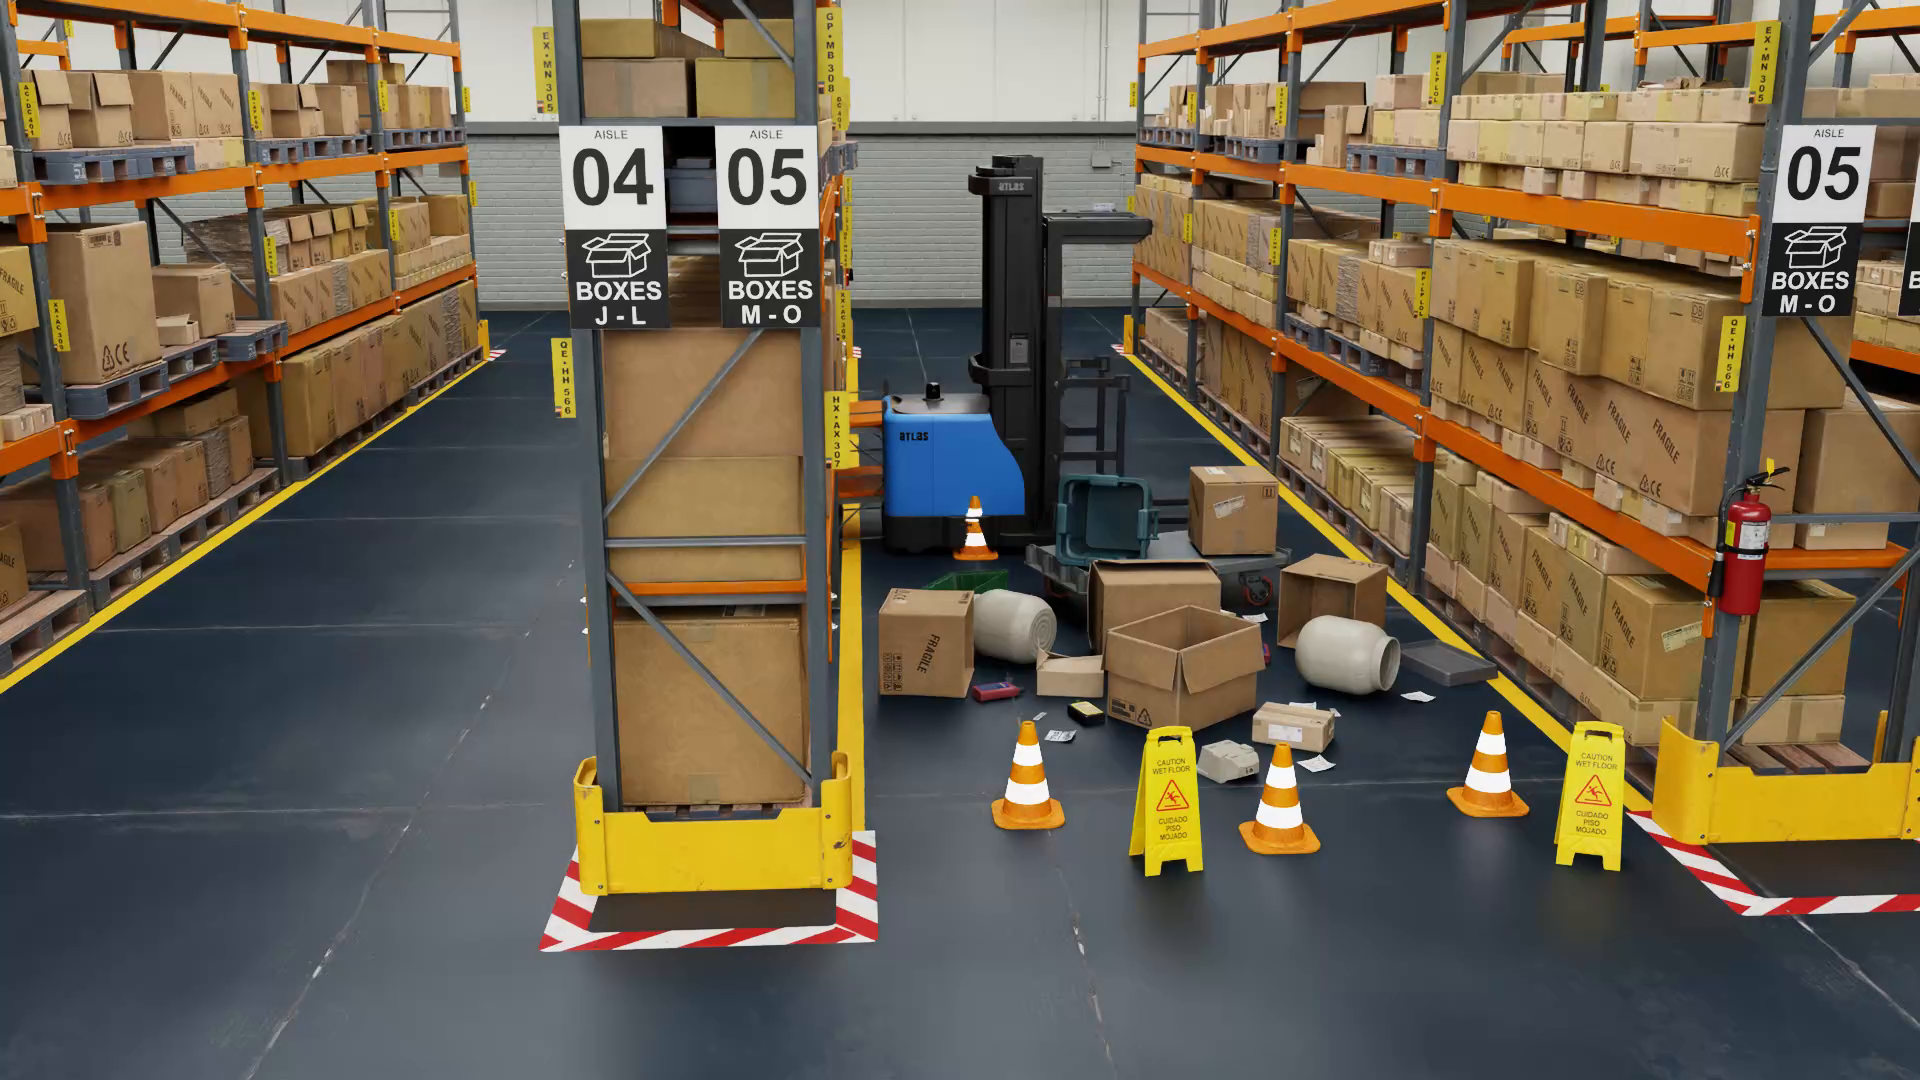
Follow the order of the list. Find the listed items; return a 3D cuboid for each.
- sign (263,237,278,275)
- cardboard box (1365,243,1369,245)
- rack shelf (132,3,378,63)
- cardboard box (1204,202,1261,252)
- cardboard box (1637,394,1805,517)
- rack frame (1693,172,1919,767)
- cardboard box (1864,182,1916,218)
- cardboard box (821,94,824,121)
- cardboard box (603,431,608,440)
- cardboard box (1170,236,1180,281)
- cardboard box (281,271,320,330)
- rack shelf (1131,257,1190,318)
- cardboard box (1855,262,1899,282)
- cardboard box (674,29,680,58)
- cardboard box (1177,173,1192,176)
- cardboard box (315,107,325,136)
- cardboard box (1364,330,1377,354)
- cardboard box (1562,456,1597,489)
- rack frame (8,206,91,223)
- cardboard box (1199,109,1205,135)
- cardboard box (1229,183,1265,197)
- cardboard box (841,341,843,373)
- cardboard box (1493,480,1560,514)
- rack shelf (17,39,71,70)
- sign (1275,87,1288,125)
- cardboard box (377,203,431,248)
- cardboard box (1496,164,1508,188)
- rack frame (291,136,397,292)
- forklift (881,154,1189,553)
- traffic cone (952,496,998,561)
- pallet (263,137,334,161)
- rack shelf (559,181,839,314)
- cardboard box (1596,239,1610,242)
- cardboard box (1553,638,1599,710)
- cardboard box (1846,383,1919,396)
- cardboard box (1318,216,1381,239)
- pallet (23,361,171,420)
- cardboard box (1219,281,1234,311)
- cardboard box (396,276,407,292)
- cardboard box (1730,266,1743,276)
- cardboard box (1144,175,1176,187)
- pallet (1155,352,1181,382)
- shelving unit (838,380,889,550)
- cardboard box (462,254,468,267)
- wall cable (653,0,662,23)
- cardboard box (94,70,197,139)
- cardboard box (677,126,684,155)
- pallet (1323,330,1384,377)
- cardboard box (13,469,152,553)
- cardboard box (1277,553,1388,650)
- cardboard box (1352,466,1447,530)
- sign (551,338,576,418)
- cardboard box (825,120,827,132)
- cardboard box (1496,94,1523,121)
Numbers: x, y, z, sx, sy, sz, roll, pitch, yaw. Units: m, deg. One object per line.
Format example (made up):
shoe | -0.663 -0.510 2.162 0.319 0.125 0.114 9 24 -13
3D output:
sign | -5.973 -2.460 14.402 0.100 0.325 0.005 -1 14 -3
cardboard box | 3.726 -2.238 14.066 0.500 0.500 0.500 -1 14 -4
rack shelf | -6.637 -4.787 15.820 1.077 0.370 4.000 -1 14 -3
cardboard box | 2.929 -3.367 17.886 0.500 0.500 0.500 -1 14 -4
cardboard box | 3.564 -0.413 7.815 0.500 0.500 0.500 -1 14 -4
rack frame | 3.873 -0.090 7.357 1.000 3.000 0.127 -1 14 -3
cardboard box | 4.177 -1.509 7.354 0.380 0.149 0.250 -1 14 -3
cardboard box | -0.868 -2.015 7.478 0.500 0.250 0.500 -1 14 -4
cardboard box | -1.185 -0.289 7.830 0.875 0.550 0.550 -1 14 -3
cardboard box | 2.808 -3.362 19.874 0.500 0.500 0.500 -1 14 -5
cardboard box | -6.306 -2.228 15.467 0.500 0.500 0.500 -1 14 -5
rack shelf | 3.006 -3.224 20.979 1.077 0.370 4.000 -1 14 -3
cardboard box | 8.075 -2.370 14.714 0.380 0.149 0.250 -1 14 -2
cardboard box | -1.468 -2.226 7.500 0.380 0.149 0.250 -1 14 -2
cardboard box | 3.104 -4.830 22.270 0.380 0.149 0.250 -1 14 -3
cardboard box | -6.783 -4.260 16.881 0.500 0.311 0.500 -1 14 -5
cardboard box | 3.248 -1.483 12.432 0.380 0.149 0.250 -1 14 -3
cardboard box | 3.487 -0.375 8.969 0.380 0.149 0.250 -1 14 -4
rack frame | -11.953 -3.840 21.931 1.000 3.000 0.127 -1 14 -3
cardboard box | 2.811 -4.536 18.042 0.396 0.266 0.258 -1 14 -4
cardboard box | 3.337 -4.067 19.306 0.380 0.149 0.250 -1 14 -3
cardboard box | -1.165 -1.543 12.803 0.500 0.500 0.500 -1 14 -3
cardboard box | 3.393 -0.256 9.872 0.380 0.149 0.250 0 14 0
rack shelf | -11.829 -5.706 19.389 1.077 0.370 4.000 -1 14 -3
sign | 2.823 -3.815 14.616 0.100 0.325 0.005 -1 14 -3
cardboard box | -6.596 -3.731 19.707 0.500 0.500 0.500 -1 14 -5
cardboard box | 3.486 -2.209 10.075 0.380 0.149 0.250 -1 14 -3
rack frame | -6.761 -2.922 18.361 1.000 3.000 0.127 -1 14 -3
forklift | 0.905 -1.445 12.761 3.031 2.935 1.130 -1 14 -4
traffic cone | 0.115 -0.112 12.532 0.336 0.463 0.334 -1 14 -3
pallet | -6.679 -3.725 15.845 1.003 0.211 1.213 0 14 -1
rack shelf | -1.185 -1.590 8.611 1.077 0.370 4.000 -1 14 -3
cardboard box | 8.254 -3.604 20.717 0.500 0.250 0.500 -1 14 -2
cardboard box | 3.530 0.712 8.914 0.500 0.250 0.500 -1 14 -3
cardboard box | 8.356 -1.055 15.031 0.875 0.625 0.625 0 14 -2
cardboard box | 3.591 -2.739 15.444 0.500 0.500 0.500 -1 14 -5
pallet | -6.168 -1.031 11.400 1.003 0.211 1.213 -1 14 -3
cardboard box | 2.965 -2.508 17.053 0.500 0.250 0.500 -1 14 -4
cardboard box | -6.448 -2.879 18.699 0.380 0.149 0.250 -1 14 -3
cardboard box | 7.943 -2.545 16.358 0.500 0.250 0.500 -2 15 -6
cardboard box | 2.616 -4.693 21.738 0.380 0.149 0.250 0 14 -2
pallet | 3.082 -2.218 21.225 1.003 0.211 1.213 -1 14 -3
shelving unit | -0.777 -0.605 13.104 0.538 1.125 1.048 -4 14 -1
cardboard box | -6.641 -3.647 21.684 0.380 0.149 0.250 -1 14 -3
wall cable | -3.919 -9.839 26.752 2.277 5.999 0.120 -1 14 -3
cardboard box | -6.176 -3.304 12.626 0.500 0.500 0.500 -1 14 -2
cardboard box | -1.467 -1.838 7.592 0.380 0.149 0.250 -1 14 -3
pallet | 3.541 -1.495 13.203 1.003 0.211 1.213 -1 14 -3
cardboard box | -6.293 -0.206 11.942 0.700 0.500 0.500 -1 14 -4
cardboard box | 2.334 0.412 10.417 0.500 0.500 0.500 10 18 35
cardboard box | 3.542 -0.325 12.700 0.950 0.372 0.625 0 14 0
sign | -1.604 -0.659 6.769 0.100 0.325 0.005 -1 14 -3
cardboard box | -0.841 -1.975 8.125 0.380 0.149 0.250 -1 14 -4
cardboard box | 3.361 -2.523 9.696 0.380 0.149 0.250 -1 14 -4
